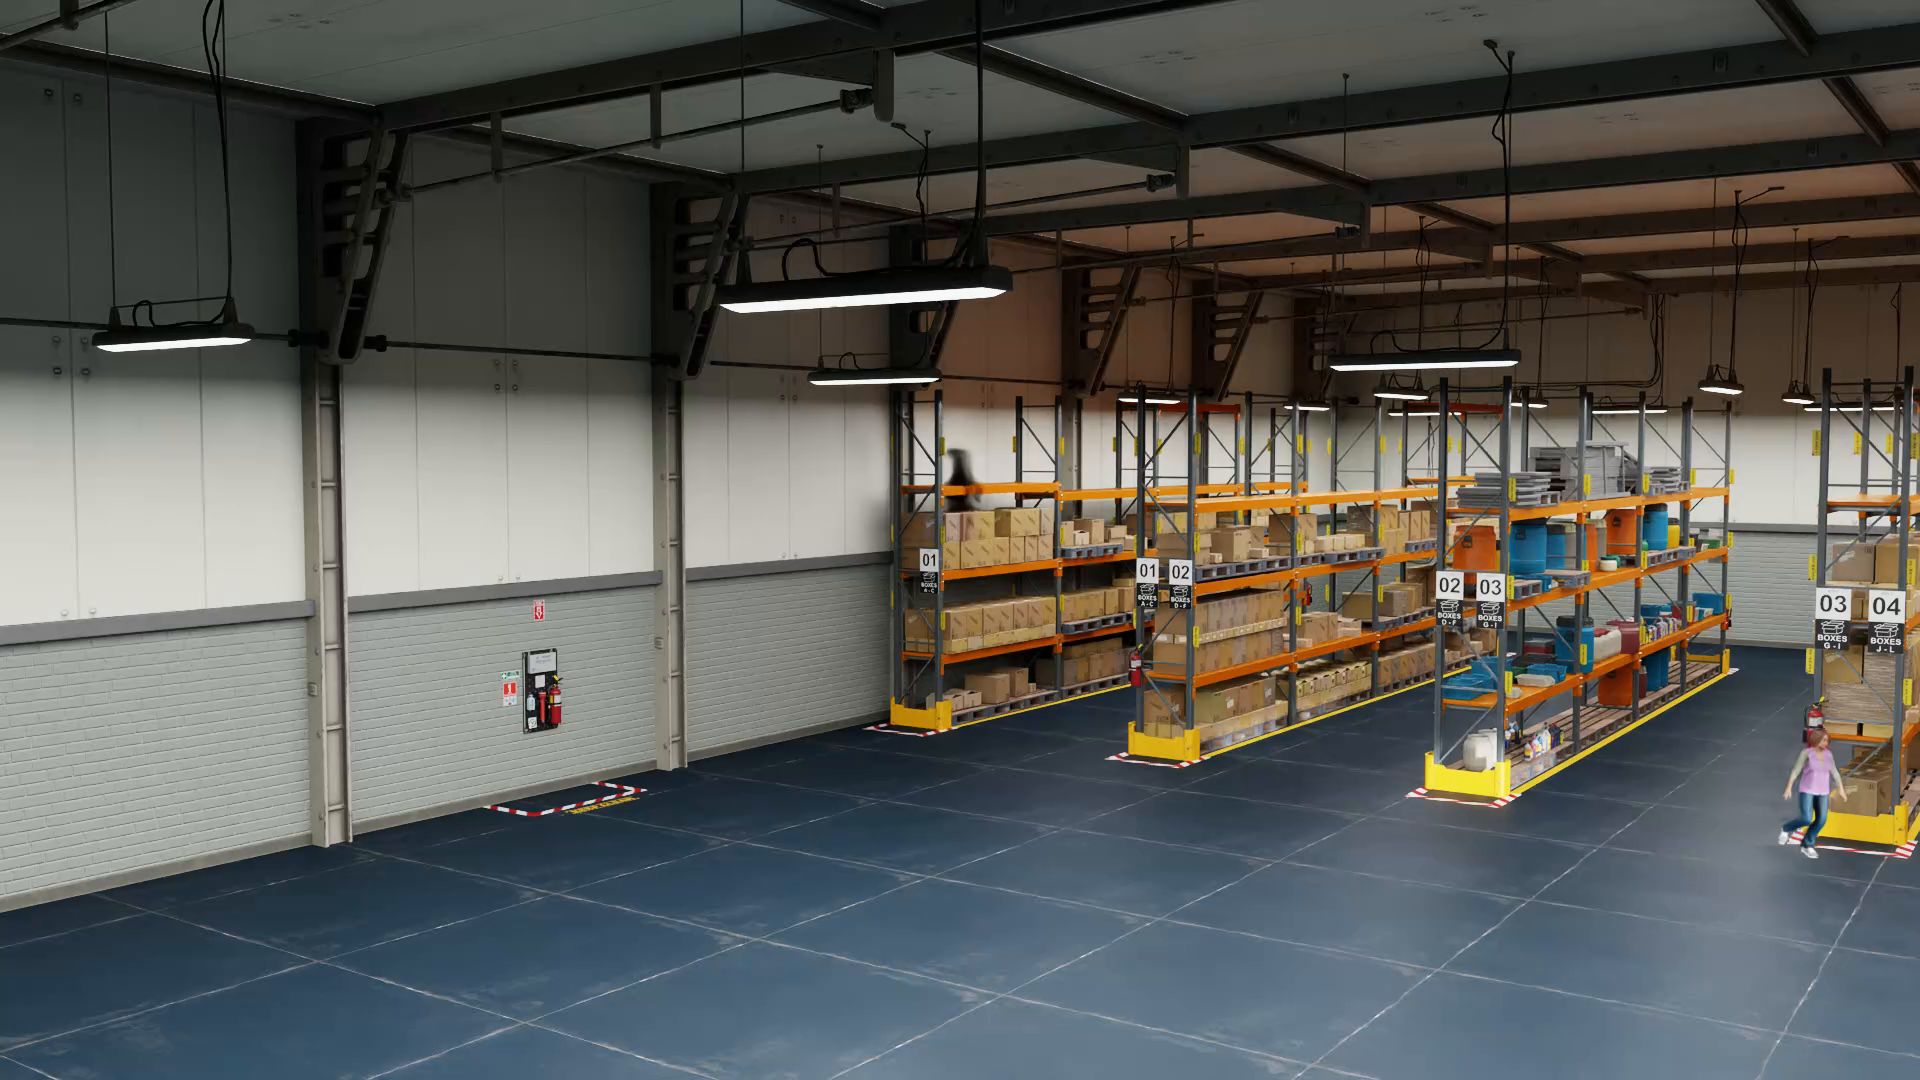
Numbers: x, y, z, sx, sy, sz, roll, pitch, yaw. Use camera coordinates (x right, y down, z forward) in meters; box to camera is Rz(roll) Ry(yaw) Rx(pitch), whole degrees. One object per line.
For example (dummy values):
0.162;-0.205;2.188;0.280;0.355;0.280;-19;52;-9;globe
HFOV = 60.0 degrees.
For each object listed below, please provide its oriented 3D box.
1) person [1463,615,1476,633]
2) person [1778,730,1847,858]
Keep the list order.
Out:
12.627;1.792;40.986;1.032;1.761;0.634;2;4;37;person
10.381;3.092;20.273;0.580;1.564;0.637;0;3;-5;person
